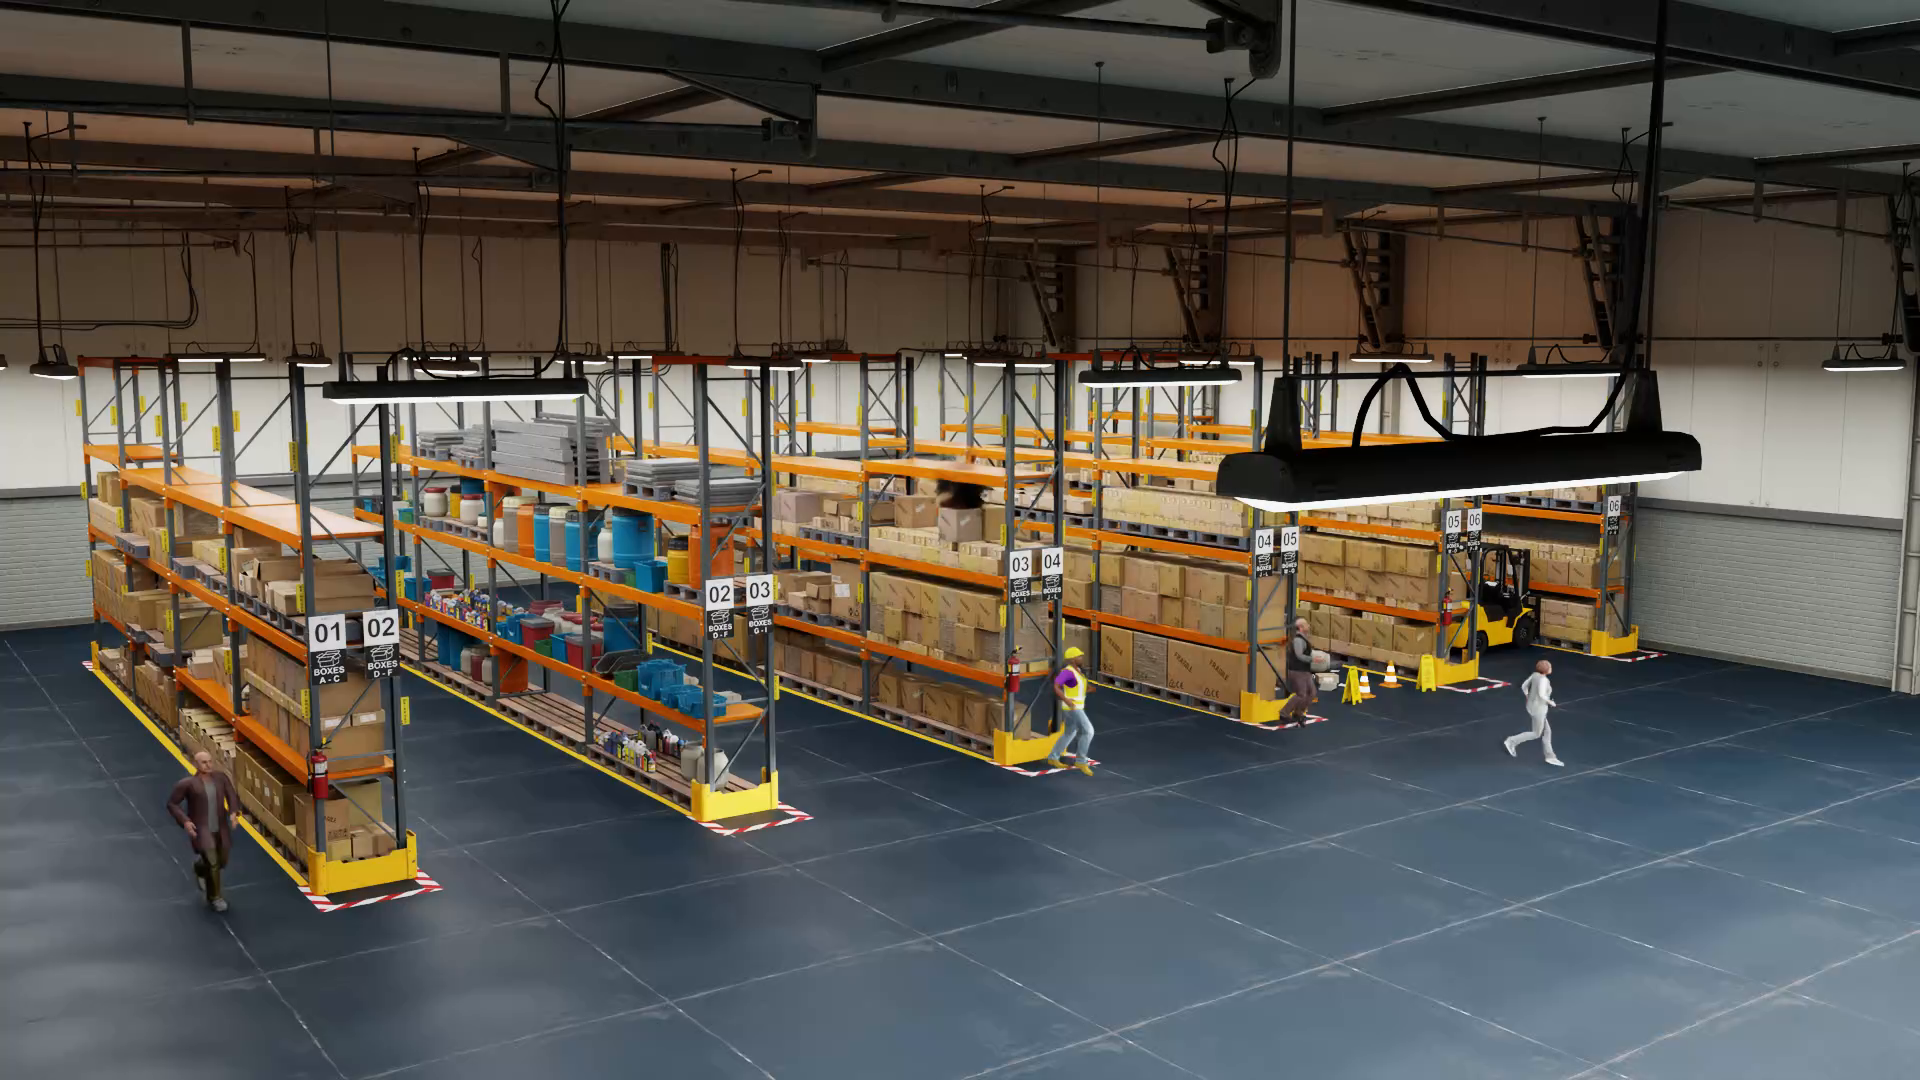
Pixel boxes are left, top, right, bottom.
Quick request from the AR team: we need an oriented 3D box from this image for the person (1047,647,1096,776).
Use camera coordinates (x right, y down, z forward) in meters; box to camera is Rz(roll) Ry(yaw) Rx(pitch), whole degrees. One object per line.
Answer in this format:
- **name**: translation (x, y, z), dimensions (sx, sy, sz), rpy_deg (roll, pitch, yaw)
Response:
- **person**: translation (1.580, 2.400, 23.536), dimensions (0.688, 1.792, 0.689), rpy_deg (1, 7, 7)

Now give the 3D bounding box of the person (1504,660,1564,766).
- **person**: translation (8.543, 2.564, 24.719), dimensions (0.878, 1.585, 0.565), rpy_deg (0, 7, 1)

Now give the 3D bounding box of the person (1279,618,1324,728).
- **person**: translation (5.419, 2.121, 26.335), dimensions (0.695, 1.780, 0.688), rpy_deg (2, 7, 17)

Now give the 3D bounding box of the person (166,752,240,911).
- **person**: translation (-8.442, 3.216, 18.579), dimensions (0.840, 1.745, 0.745), rpy_deg (5, 9, 37)
